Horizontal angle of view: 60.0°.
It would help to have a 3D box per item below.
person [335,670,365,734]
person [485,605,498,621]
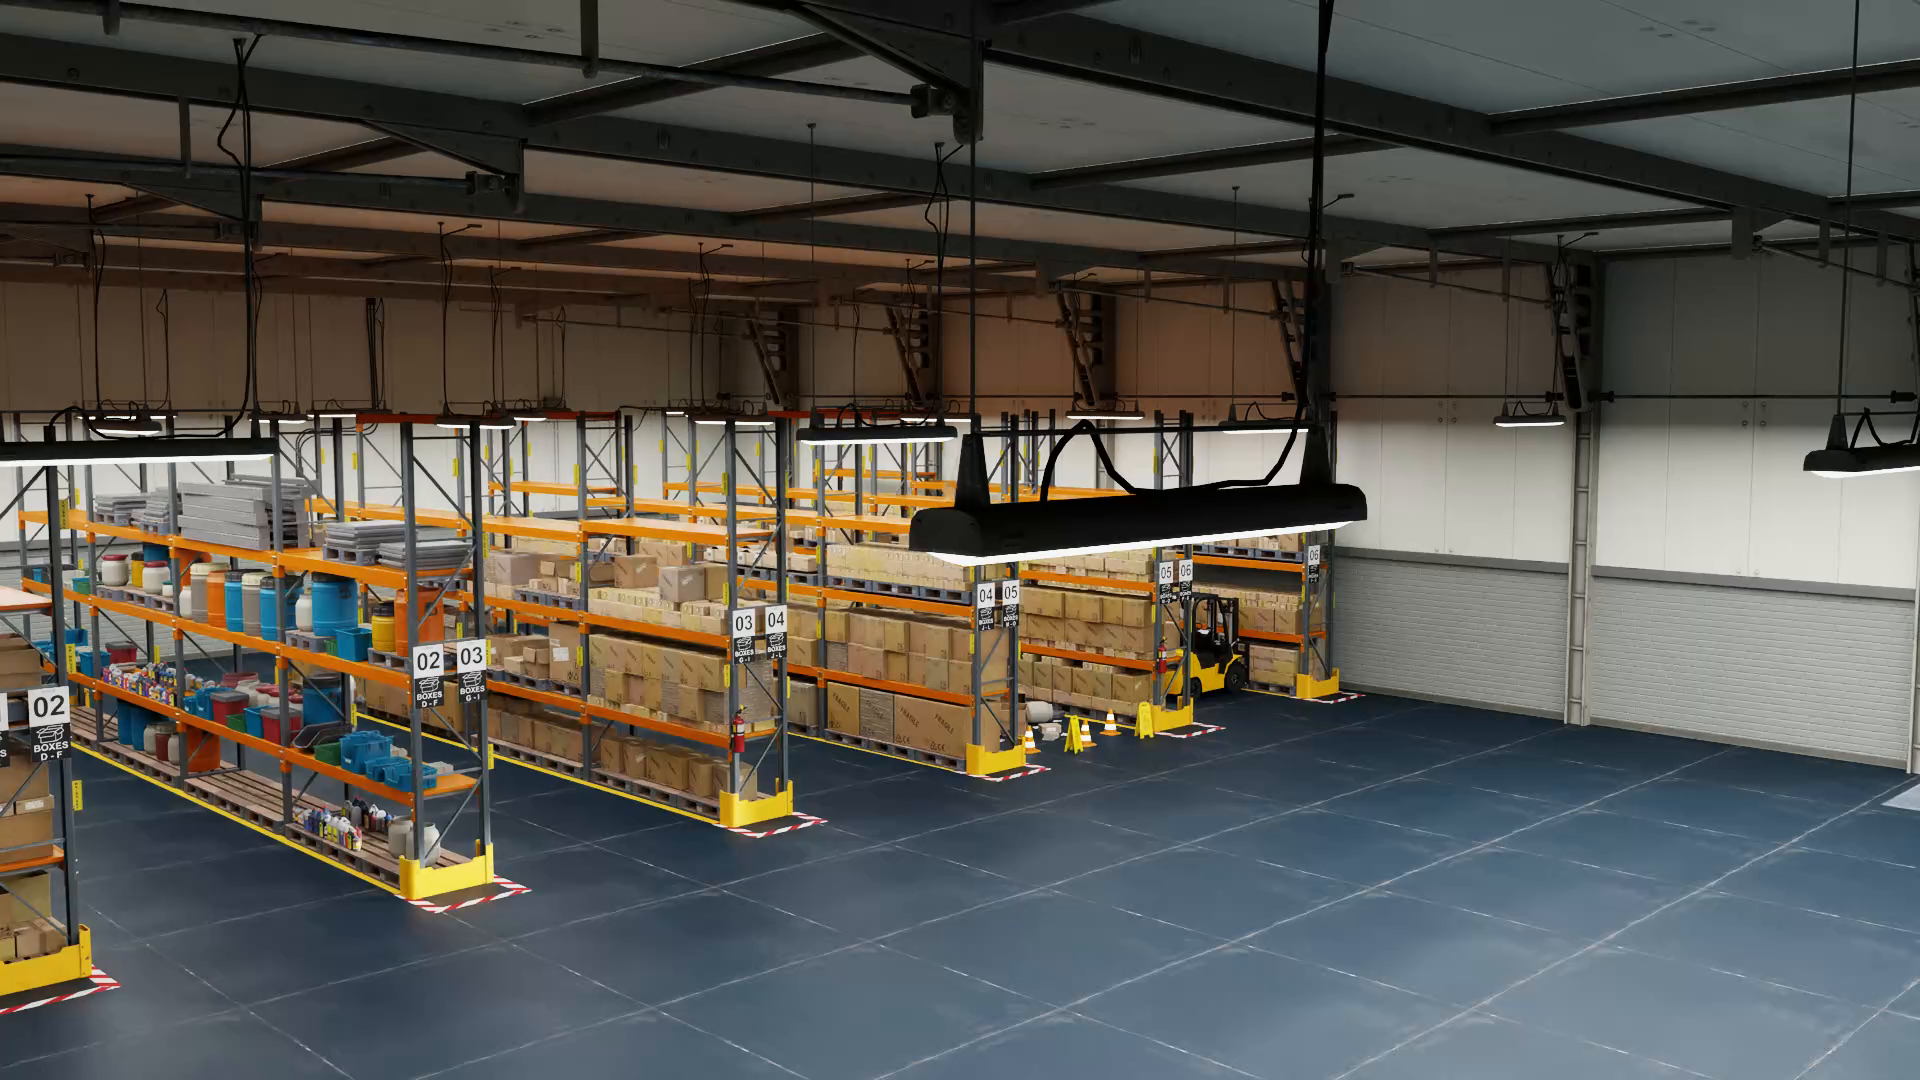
[{"bbox_3d":[-10.734,2.948,28.970,0.612,1.735,0.678,4,6,36],"label":"person"},{"bbox_3d":[-11.446,2.012,40.607,0.536,1.616,0.614,-1,5,-13],"label":"person"}]
